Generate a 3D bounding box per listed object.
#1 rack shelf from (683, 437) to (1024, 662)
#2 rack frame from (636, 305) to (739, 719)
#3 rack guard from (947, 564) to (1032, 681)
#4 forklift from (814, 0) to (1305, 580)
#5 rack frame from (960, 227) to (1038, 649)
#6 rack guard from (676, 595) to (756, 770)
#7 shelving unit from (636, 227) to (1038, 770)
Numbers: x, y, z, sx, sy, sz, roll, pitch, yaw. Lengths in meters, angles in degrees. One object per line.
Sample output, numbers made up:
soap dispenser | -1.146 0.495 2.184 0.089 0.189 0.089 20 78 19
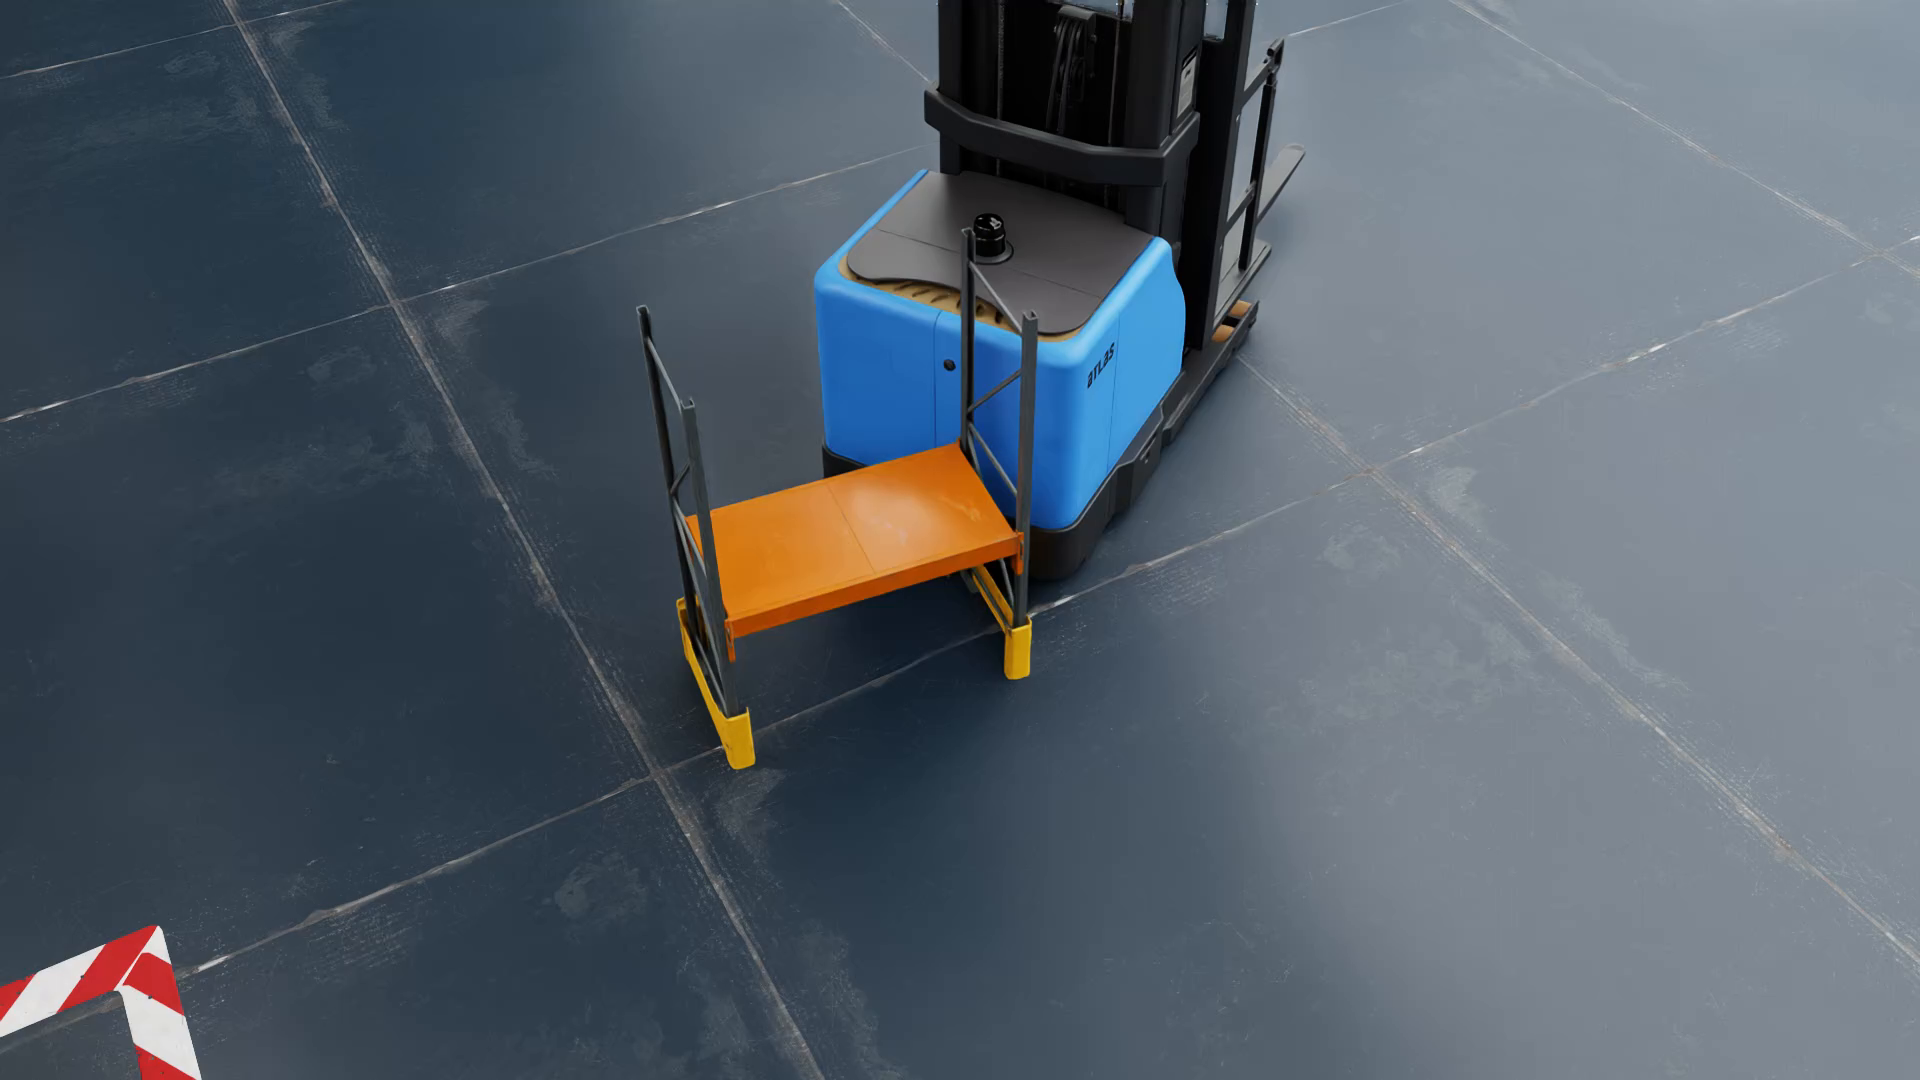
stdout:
rack shelf | -0.355 0.015 5.416 1.000 0.185 0.538 -16 47 -16
rack frame | -0.823 0.024 5.149 0.032 1.500 0.500 -16 47 -16
rack guard | 0.096 0.201 5.863 0.087 0.250 0.587 -16 47 -16
forklift | 0.621 -1.930 6.134 1.130 2.935 3.031 20 48 20
rack frame | 0.113 -0.253 5.433 0.032 1.500 0.500 -16 47 -16
rack guard | -0.821 0.472 5.584 0.087 0.250 0.587 -16 47 -16
shelving unit | -0.363 -0.112 5.288 1.083 1.500 0.587 -16 47 -16
